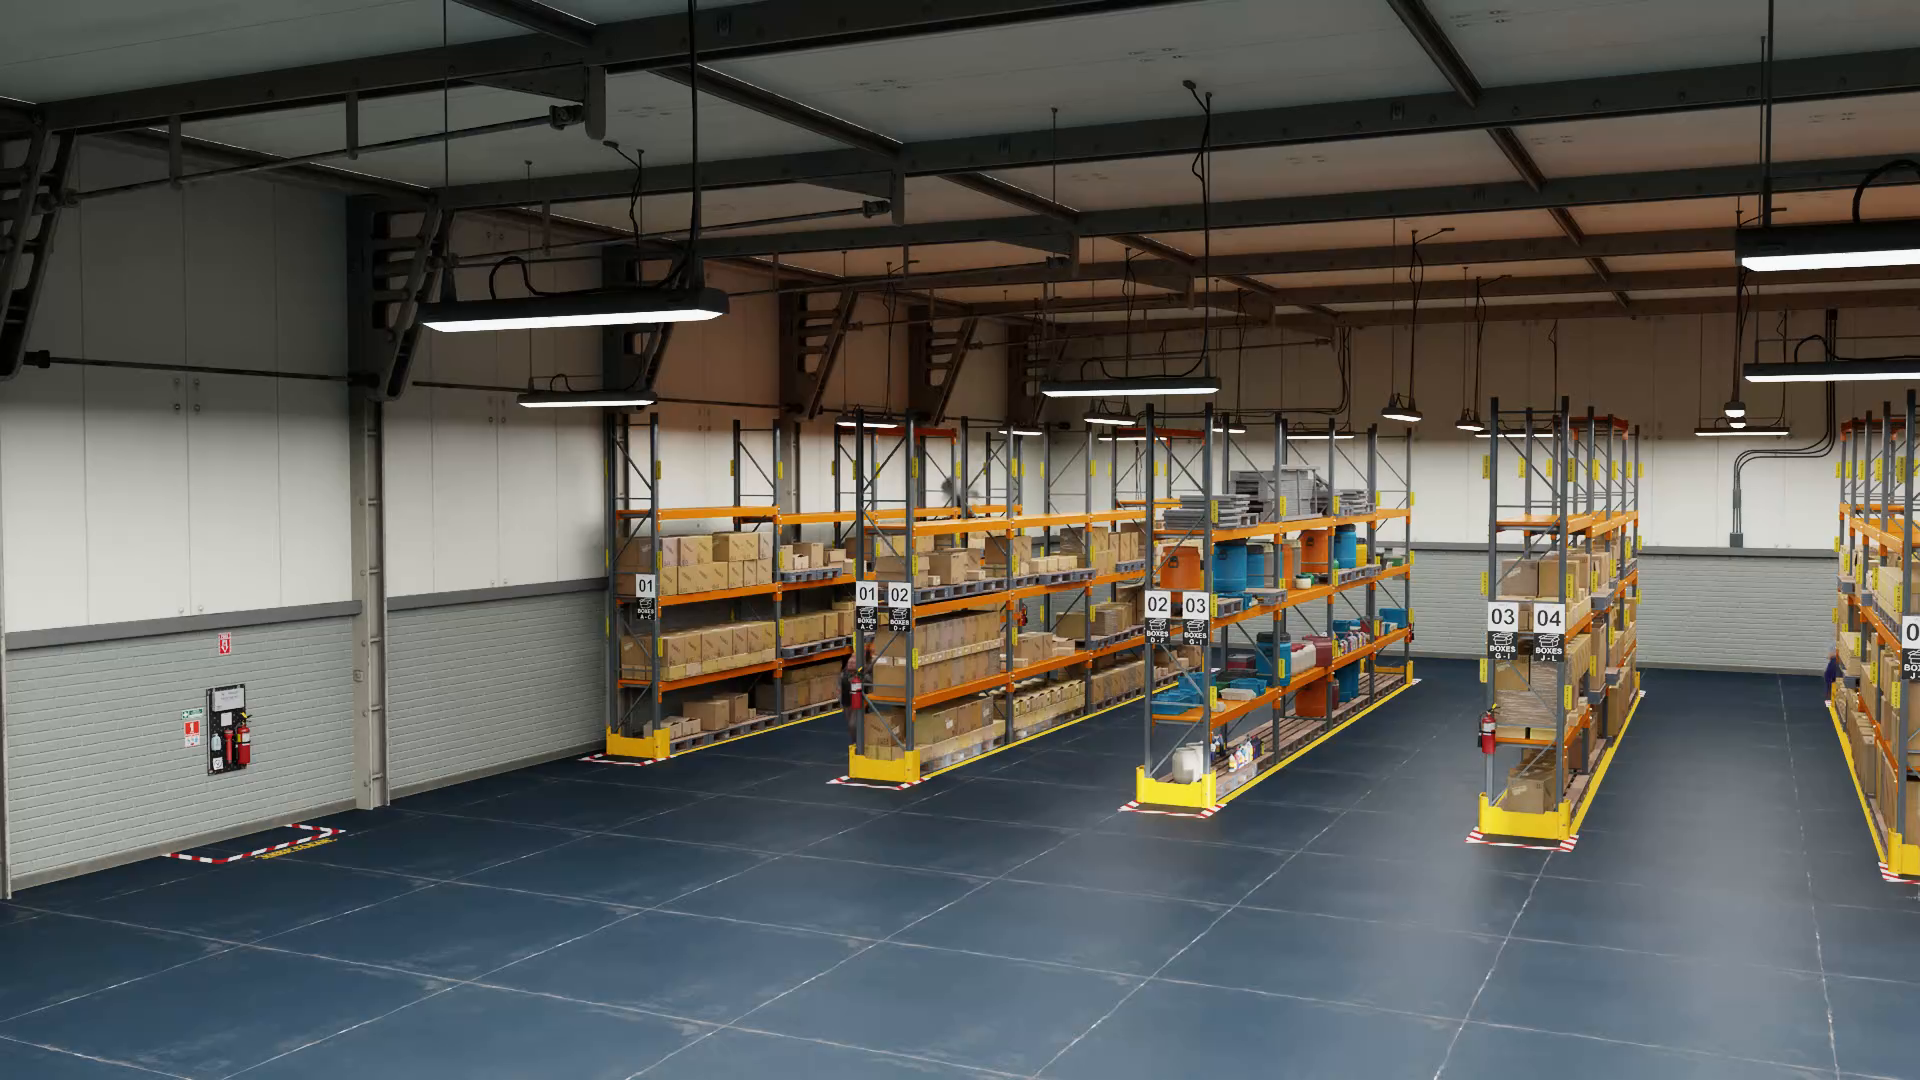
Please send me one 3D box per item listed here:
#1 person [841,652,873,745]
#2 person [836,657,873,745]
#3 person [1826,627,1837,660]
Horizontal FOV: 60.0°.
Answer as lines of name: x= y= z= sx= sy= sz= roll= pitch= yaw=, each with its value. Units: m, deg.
person: x=-1.861 y=2.870 z=29.997 sx=0.729 sy=1.731 sz=0.670 roll=1 pitch=3 yaw=17
person: x=-1.882 y=2.933 z=29.108 sx=0.641 sy=1.757 sz=0.738 roll=1 pitch=3 yaw=25
person: x=19.158 y=2.267 z=36.336 sx=0.403 sy=0.775 sz=0.650 roll=1 pitch=3 yaw=28
